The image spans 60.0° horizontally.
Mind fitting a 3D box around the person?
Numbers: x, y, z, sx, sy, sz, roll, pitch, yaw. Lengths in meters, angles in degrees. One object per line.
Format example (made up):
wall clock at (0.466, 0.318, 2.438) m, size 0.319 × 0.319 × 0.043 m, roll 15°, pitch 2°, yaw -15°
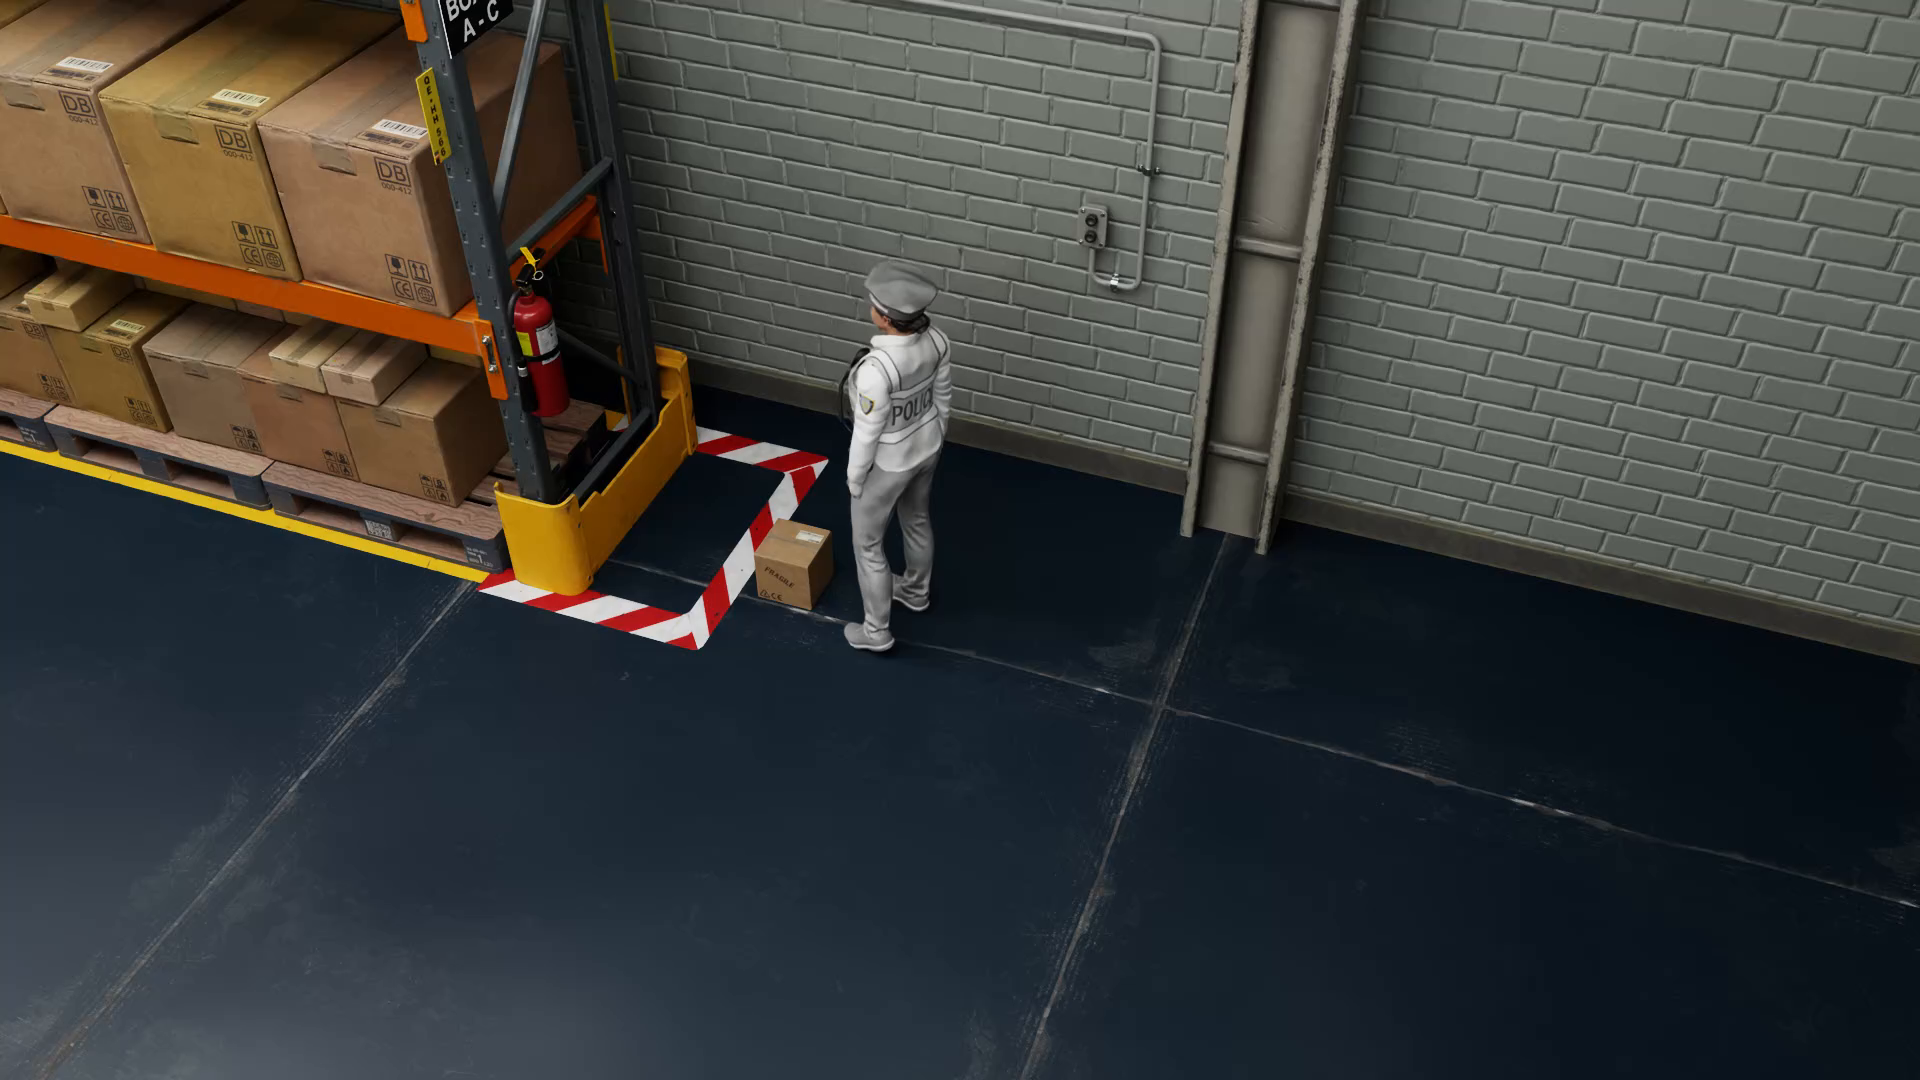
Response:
person at (-0.272, -0.320, 6.507) m, size 0.362 × 1.715 × 0.544 m, roll 29°, pitch 49°, yaw 28°
